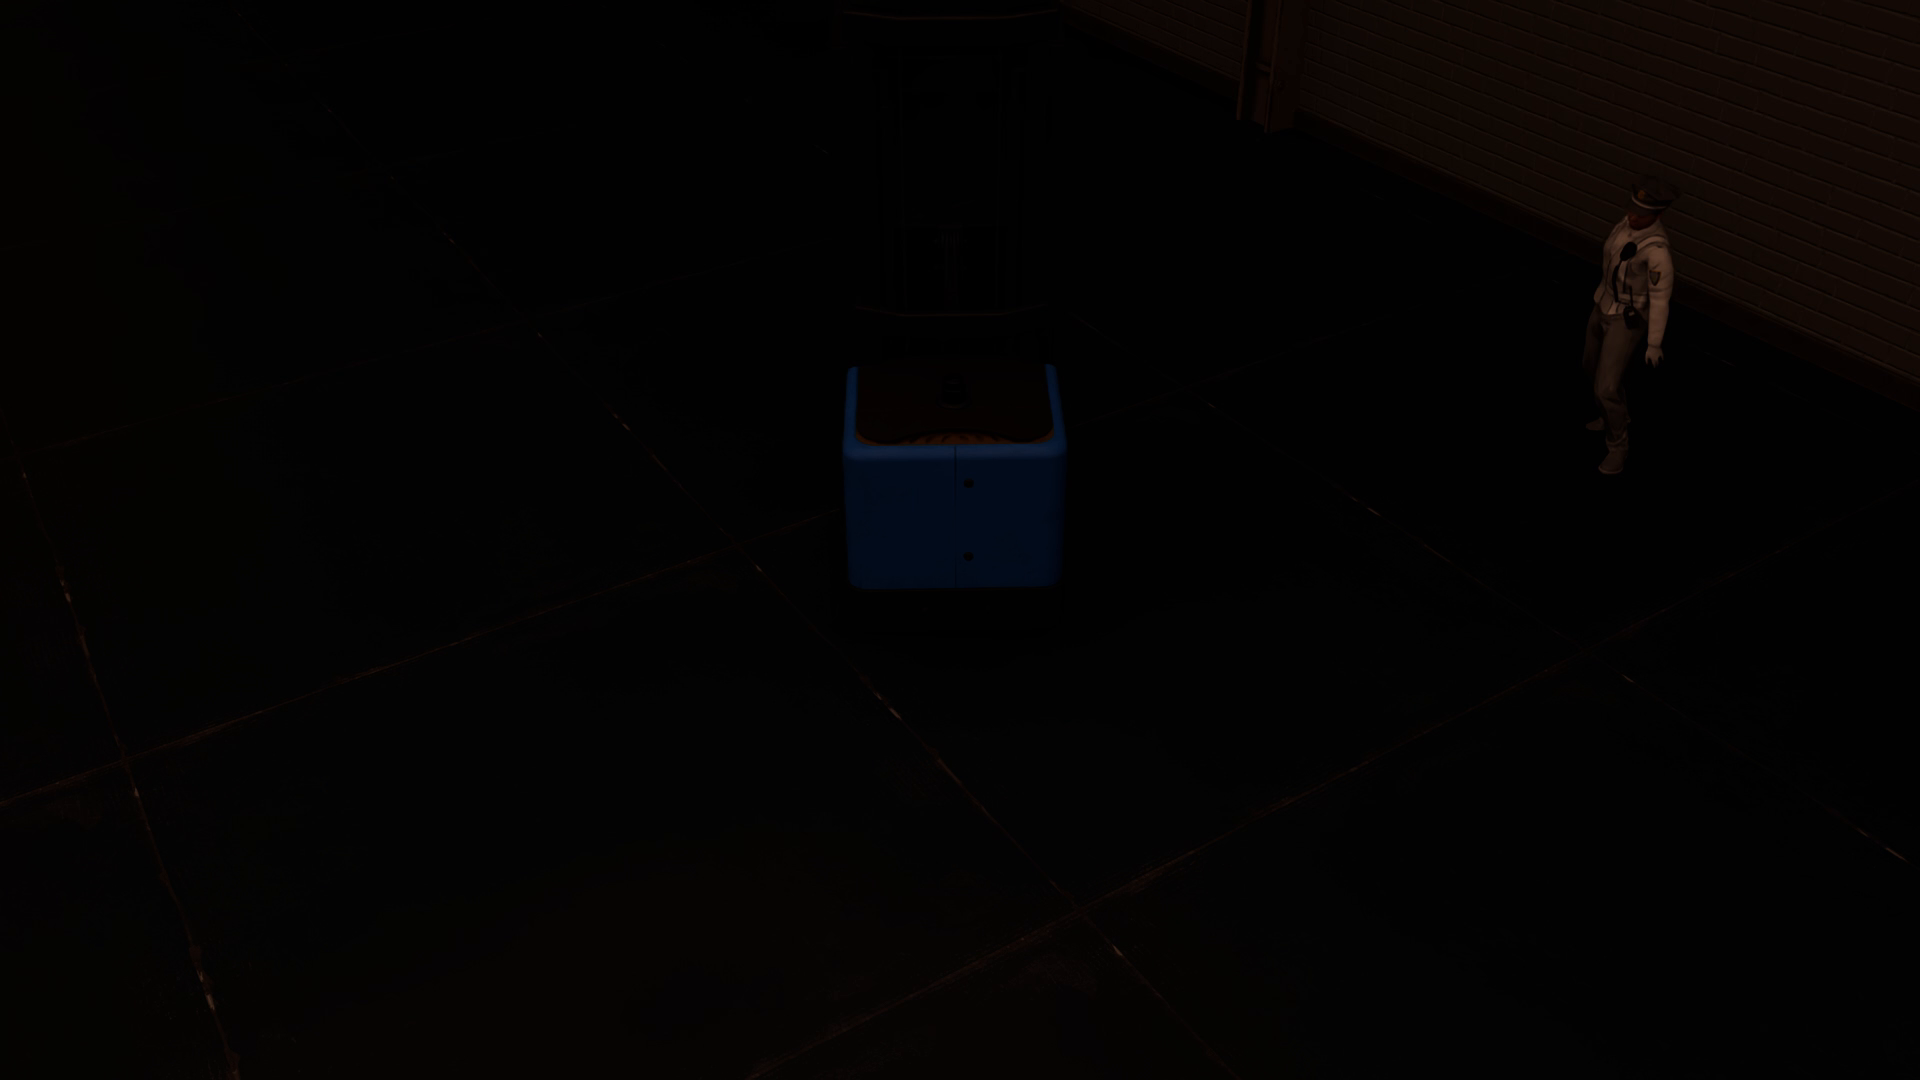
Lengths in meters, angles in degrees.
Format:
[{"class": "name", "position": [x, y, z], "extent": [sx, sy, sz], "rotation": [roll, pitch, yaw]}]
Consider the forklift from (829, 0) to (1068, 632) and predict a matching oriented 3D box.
[{"class": "forklift", "position": [-0.061, -1.579, 8.395], "extent": [1.130, 2.935, 3.031], "rotation": [-1, 35, -1]}]

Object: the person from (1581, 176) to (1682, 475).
[{"class": "person", "position": [3.660, -1.219, 9.082], "extent": [0.441, 1.650, 0.812], "rotation": [0, 35, -1]}]
